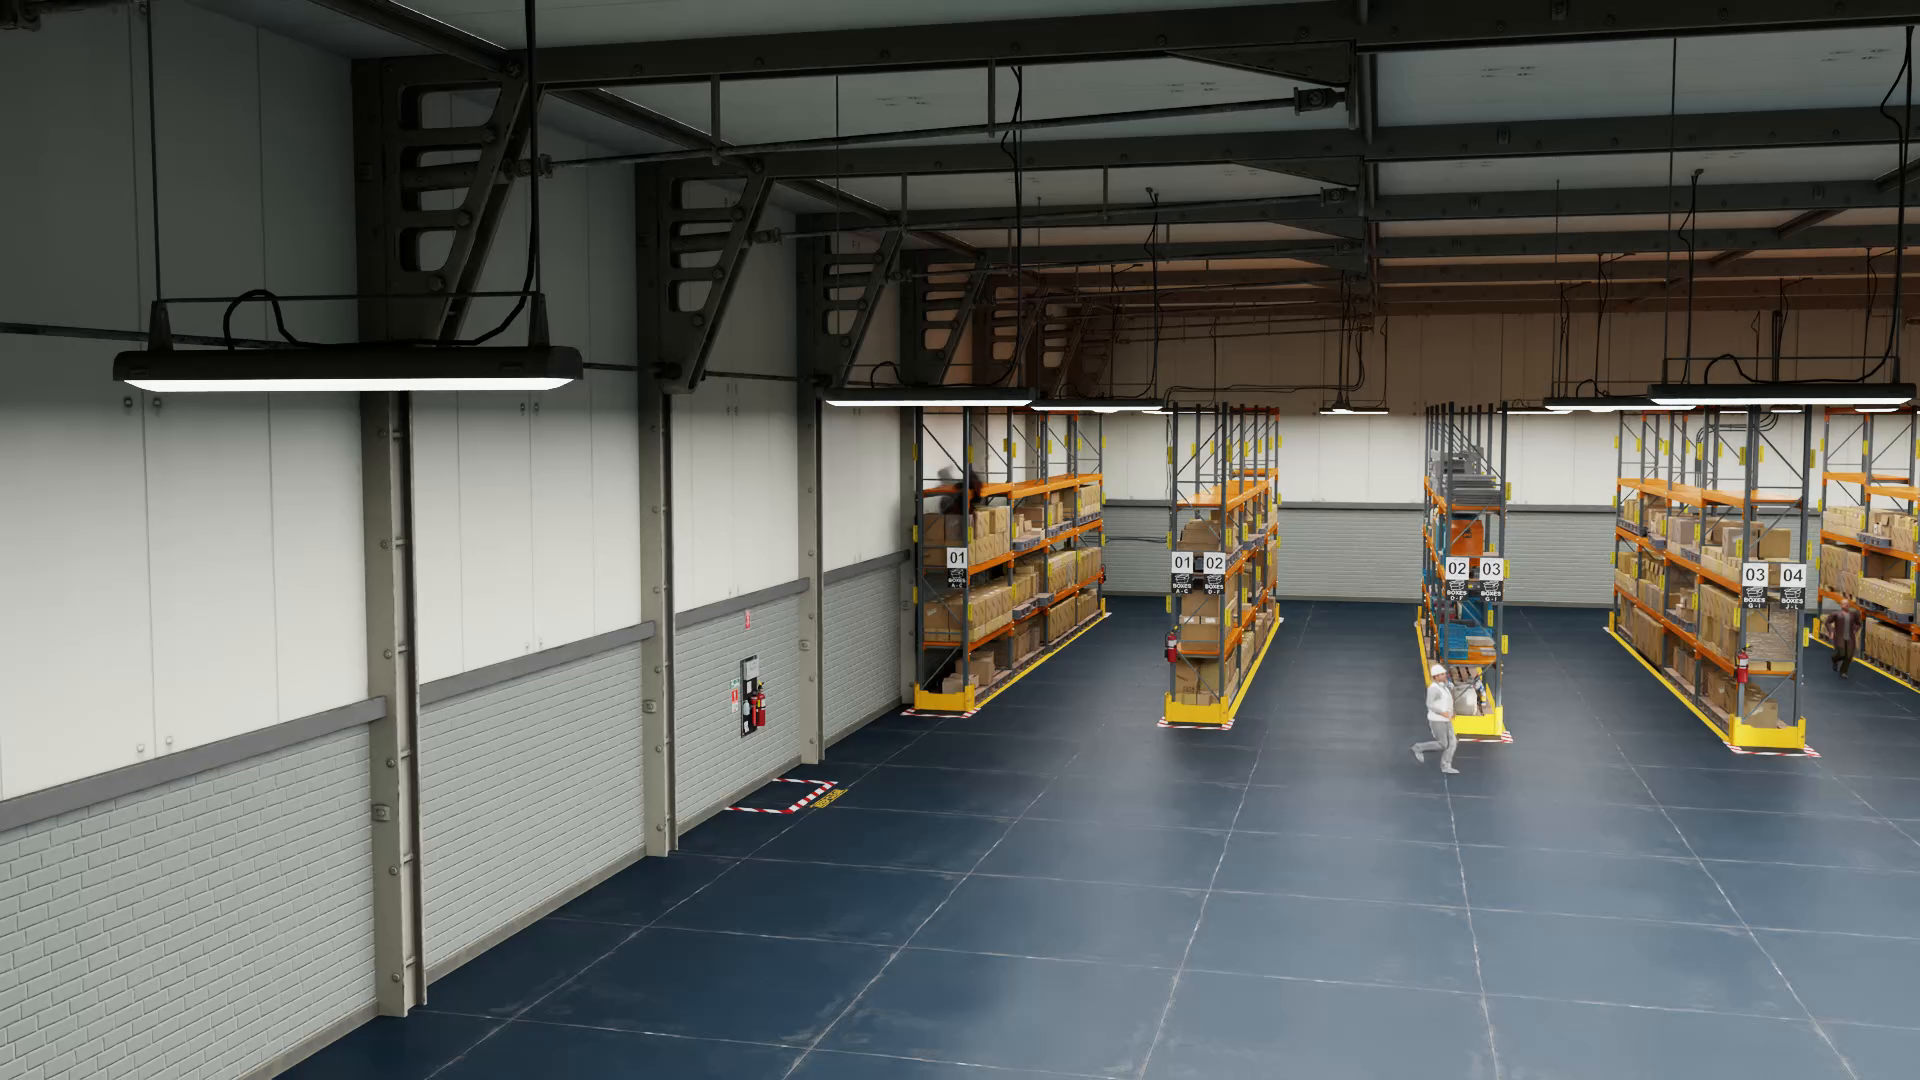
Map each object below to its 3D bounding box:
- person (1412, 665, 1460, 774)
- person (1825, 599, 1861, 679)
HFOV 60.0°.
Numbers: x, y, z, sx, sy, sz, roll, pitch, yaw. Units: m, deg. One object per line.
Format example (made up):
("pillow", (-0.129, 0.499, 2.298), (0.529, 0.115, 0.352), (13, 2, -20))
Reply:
("person", (7.701, 2.879, 26.786), (0.765, 1.741, 0.659), (3, 5, 37))
("person", (19.424, 2.165, 36.544), (0.710, 1.733, 0.637), (1, 4, 10))
